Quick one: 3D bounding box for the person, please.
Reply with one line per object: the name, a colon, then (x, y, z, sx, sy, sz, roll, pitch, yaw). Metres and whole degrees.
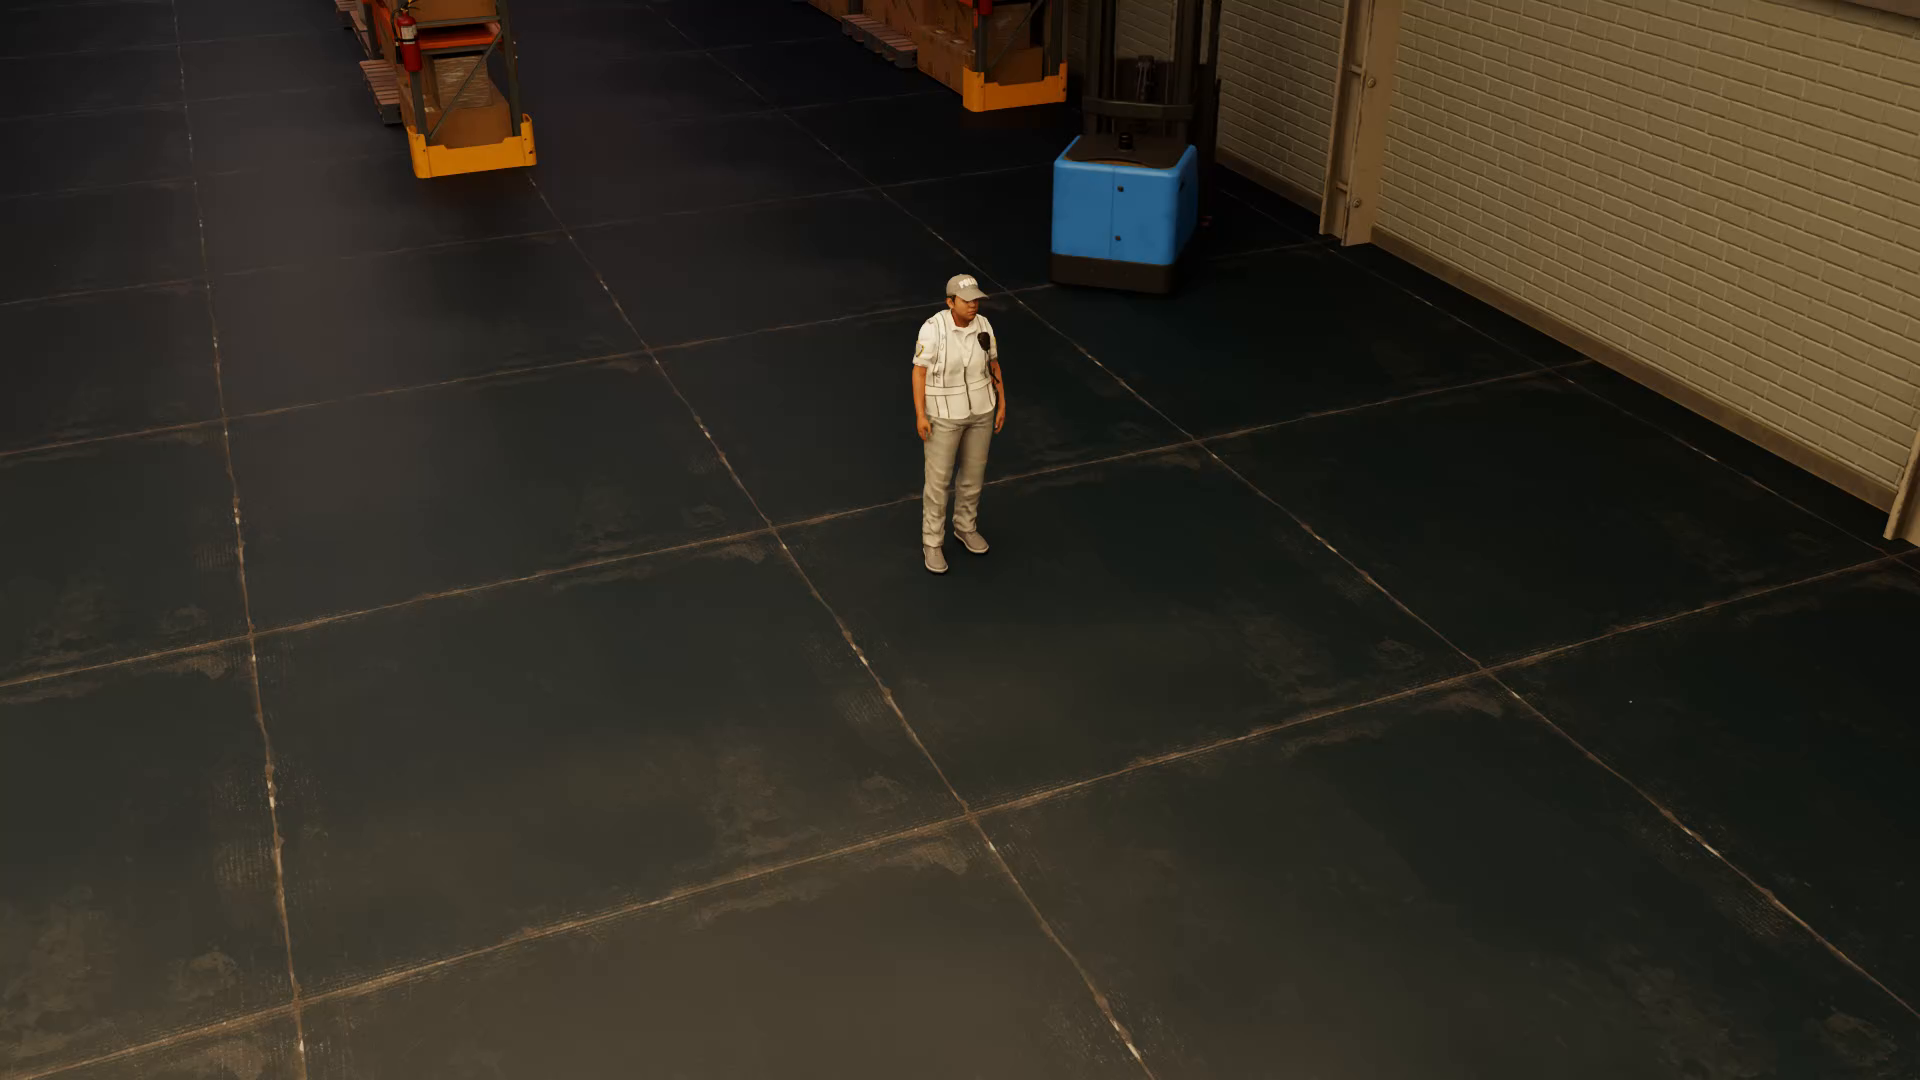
person: (0.010, -0.691, 9.586, 0.598, 1.670, 0.529, -12, 32, -20)

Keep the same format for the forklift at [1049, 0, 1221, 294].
forklift: (1.657, -3.972, 14.065, 1.130, 2.935, 3.031, 9, 31, 15)
